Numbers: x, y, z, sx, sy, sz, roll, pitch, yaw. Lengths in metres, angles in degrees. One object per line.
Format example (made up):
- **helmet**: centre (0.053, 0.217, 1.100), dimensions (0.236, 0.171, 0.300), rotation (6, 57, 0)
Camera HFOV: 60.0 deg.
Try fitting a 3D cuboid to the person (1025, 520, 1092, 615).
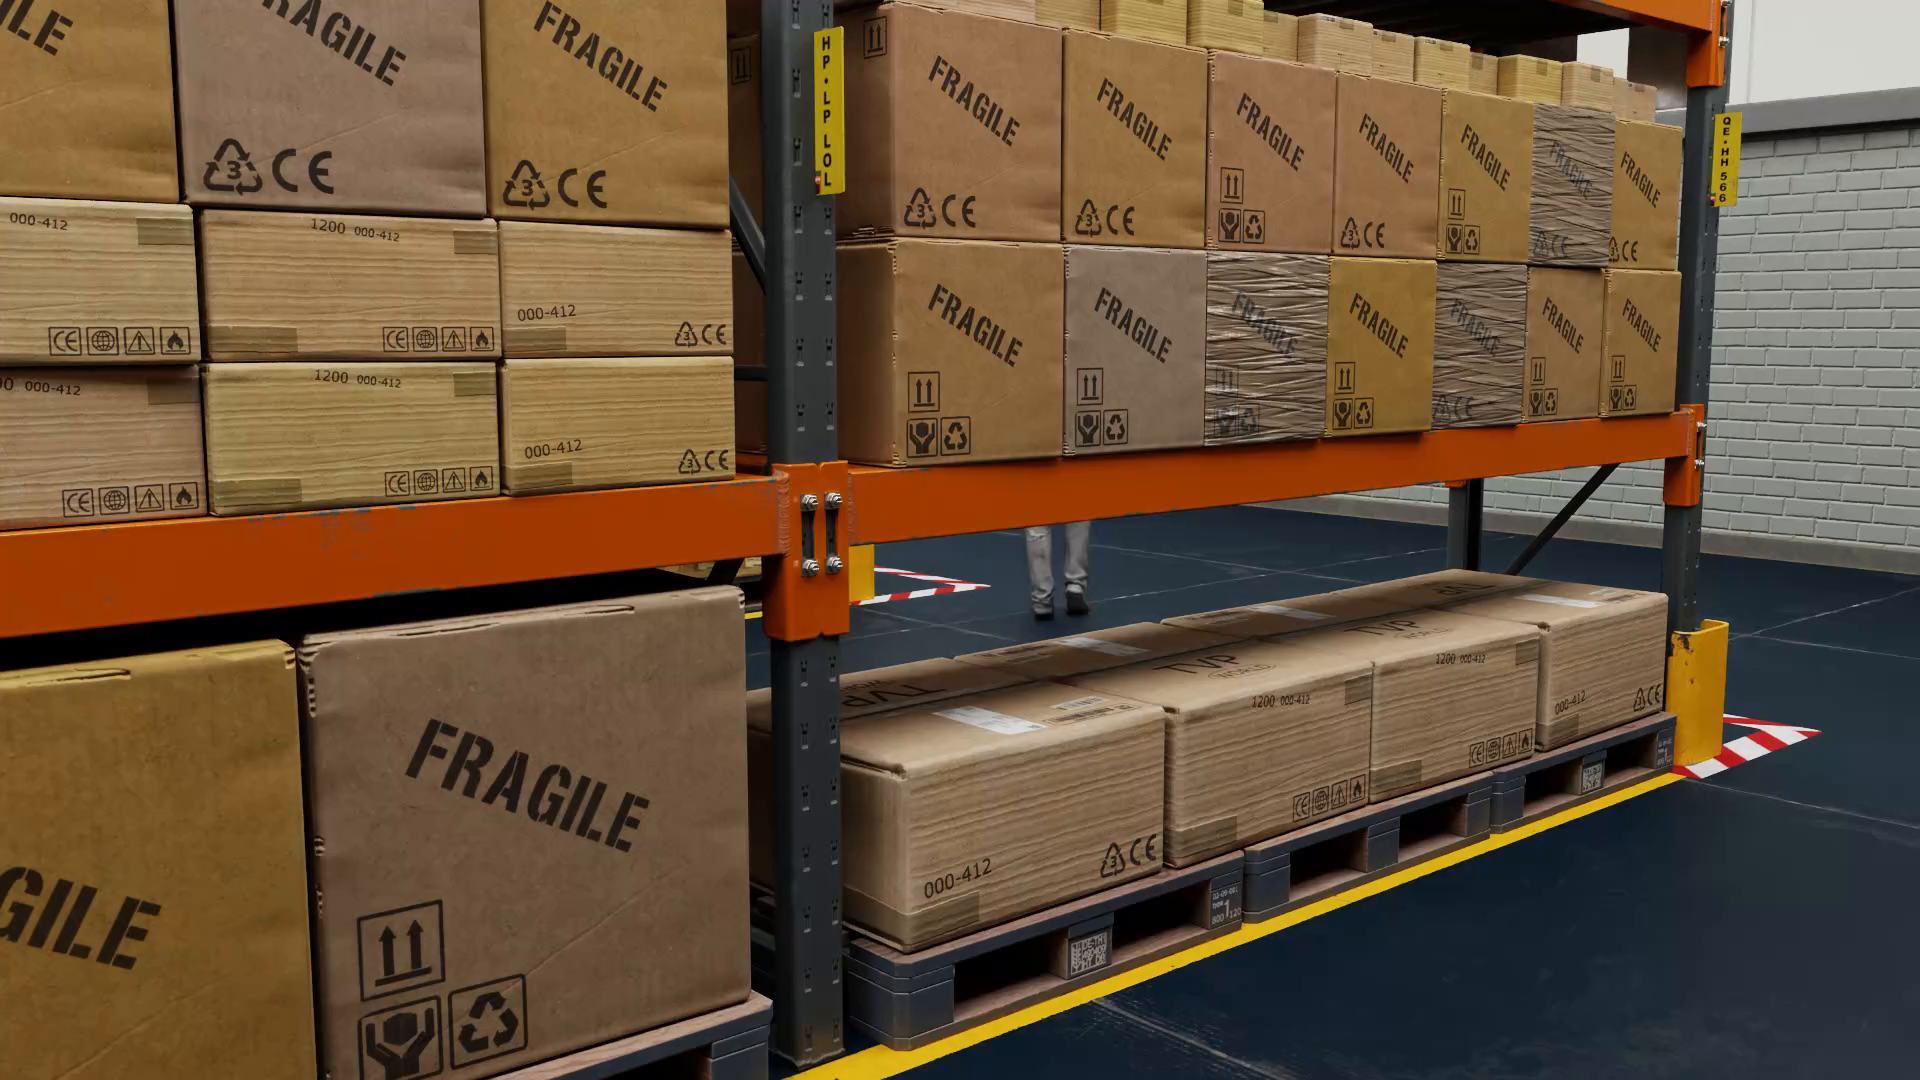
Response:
- **person**: centre (0.505, -0.462, 9.252), dimensions (0.538, 1.810, 0.504), rotation (1, 7, 7)
